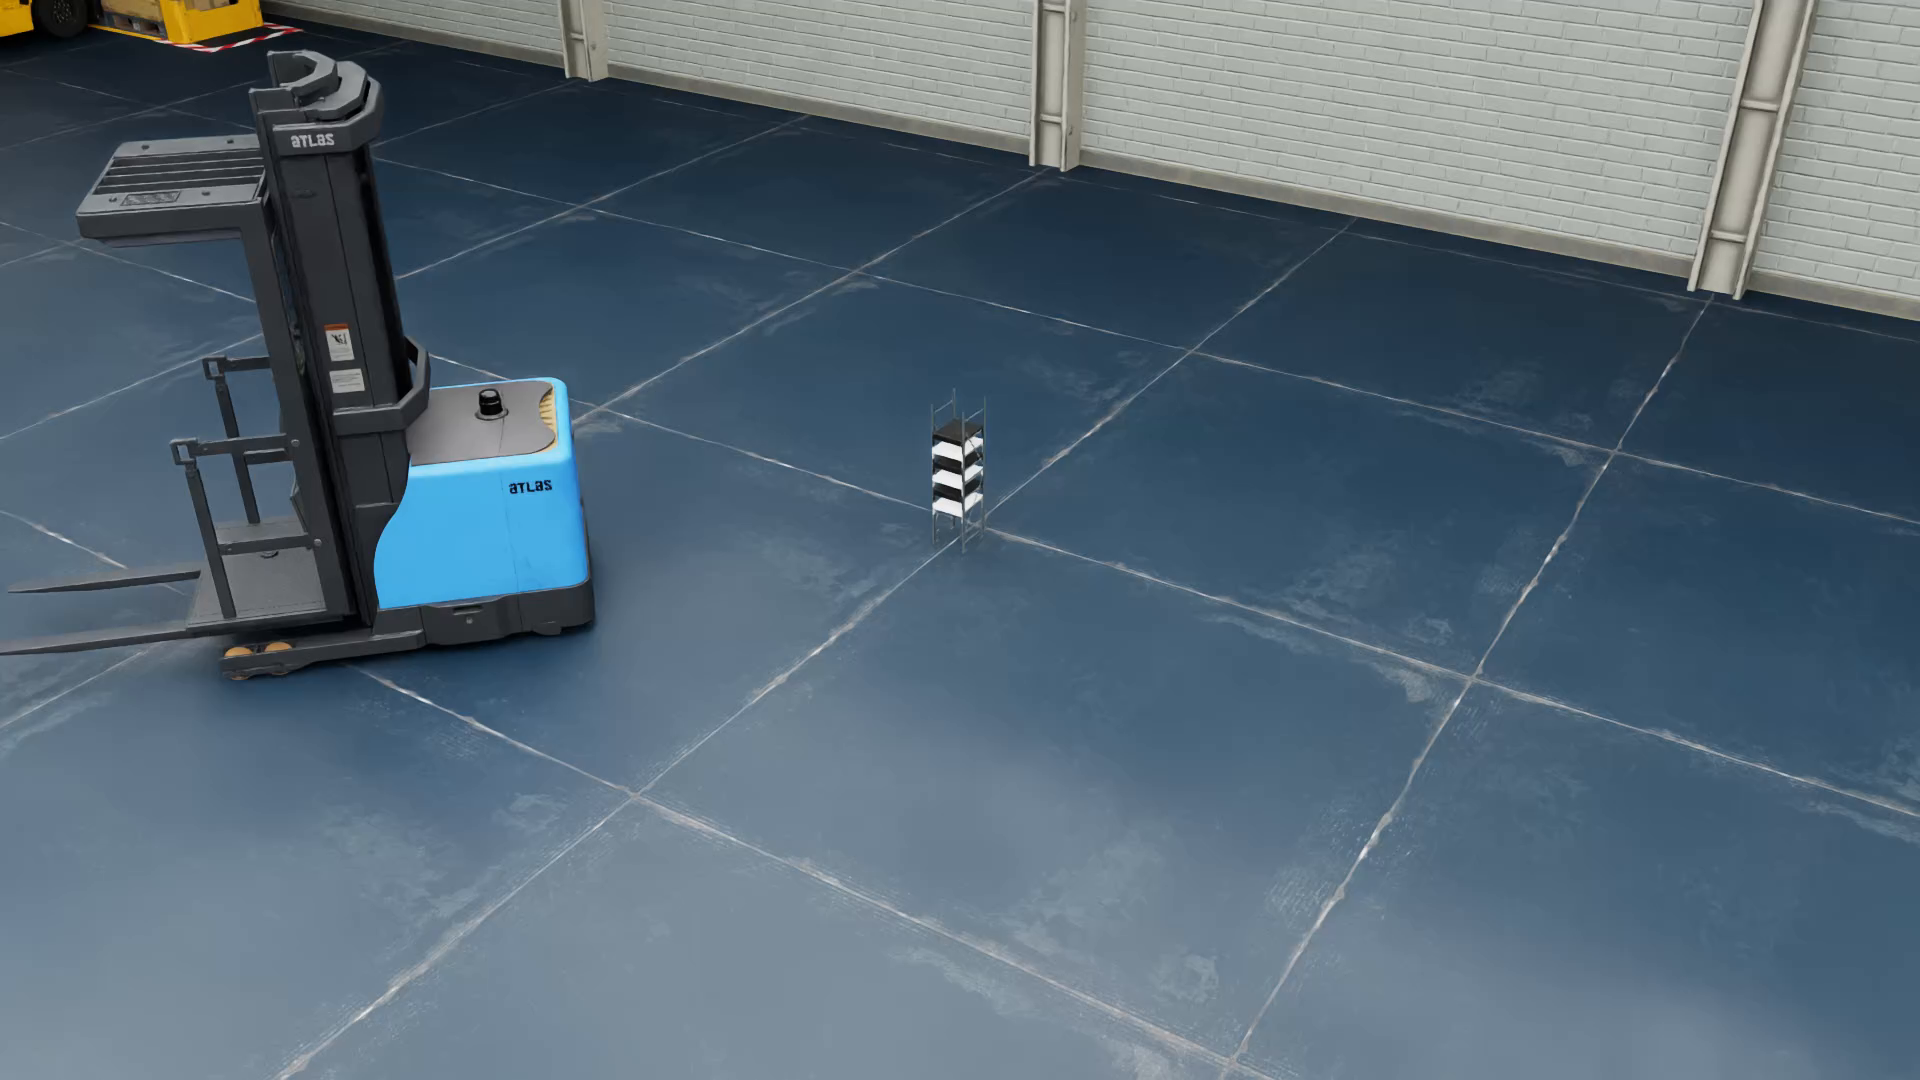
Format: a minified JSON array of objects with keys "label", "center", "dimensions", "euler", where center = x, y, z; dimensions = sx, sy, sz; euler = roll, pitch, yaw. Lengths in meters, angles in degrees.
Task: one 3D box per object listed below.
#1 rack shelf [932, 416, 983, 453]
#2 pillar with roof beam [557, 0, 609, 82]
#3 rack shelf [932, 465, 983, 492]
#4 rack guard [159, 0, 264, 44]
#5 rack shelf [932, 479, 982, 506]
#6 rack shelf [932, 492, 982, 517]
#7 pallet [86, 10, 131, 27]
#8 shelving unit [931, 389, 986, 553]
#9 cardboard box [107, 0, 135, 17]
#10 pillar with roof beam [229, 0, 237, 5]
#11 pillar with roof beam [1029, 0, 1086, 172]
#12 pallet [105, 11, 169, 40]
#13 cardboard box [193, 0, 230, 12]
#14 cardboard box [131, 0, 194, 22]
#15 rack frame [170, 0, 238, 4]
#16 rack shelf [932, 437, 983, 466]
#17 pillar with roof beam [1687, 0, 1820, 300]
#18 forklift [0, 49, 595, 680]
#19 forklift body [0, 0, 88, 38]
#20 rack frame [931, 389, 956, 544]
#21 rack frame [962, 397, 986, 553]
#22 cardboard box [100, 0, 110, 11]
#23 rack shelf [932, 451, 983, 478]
[{"label":"rack shelf","center":[-0.007,-0.595,9.408],"dimensions":[0.200,0.077,0.258],"euler":[18,35,27]},{"label":"pillar with roof beam","center":[-6.464,-7.251,13.248],"dimensions":[0.400,9.000,9.100],"euler":[18,35,27]},{"label":"rack shelf","center":[-0.007,-0.362,9.544],"dimensions":[0.200,0.077,0.258],"euler":[18,35,27]},{"label":"rack guard","center":[-9.126,-6.447,20.304],"dimensions":[0.348,0.500,1.175],"euler":[18,35,27]},{"label":"rack shelf","center":[-0.007,-0.284,9.589],"dimensions":[0.200,0.077,0.258],"euler":[18,35,27]},{"label":"rack shelf","center":[-0.007,-0.207,9.634],"dimensions":[0.200,0.077,0.258],"euler":[18,35,27]},{"label":"pallet","center":[-10.846,-6.843,21.270],"dimensions":[1.213,0.211,1.003],"euler":[18,35,27]},{"label":"shelving unit","center":[-0.007,-0.391,9.527],"dimensions":[0.210,0.900,0.258],"euler":[18,35,27]},{"label":"cardboard box","center":[-10.129,-6.655,20.492],"dimensions":[0.500,0.250,0.500],"euler":[18,35,27]},{"label":"pillar with roof beam","center":[-11.546,-8.858,16.003],"dimensions":[0.400,9.000,9.100],"euler":[18,35,27]},{"label":"pillar with roof beam","center":[-1.382,-5.643,10.493],"dimensions":[0.400,9.000,9.100],"euler":[18,35,27]},{"label":"pallet","center":[-9.817,-6.515,20.709],"dimensions":[1.213,0.211,1.003],"euler":[18,35,27]},{"label":"cardboard box","center":[-9.459,-6.742,20.641],"dimensions":[0.500,0.250,0.500],"euler":[18,35,28]},{"label":"cardboard box","center":[-9.713,-6.518,20.257],"dimensions":[0.500,0.250,0.500],"euler":[18,35,28]},{"label":"rack frame","center":[-9.147,-7.533,19.686],"dimensions":[0.127,3.000,1.000],"euler":[18,35,27]},{"label":"rack shelf","center":[-0.007,-0.518,9.453],"dimensions":[0.200,0.077,0.258],"euler":[18,35,27]},{"label":"pillar with roof beam","center":[3.700,-4.036,7.738],"dimensions":[0.400,9.000,9.100],"euler":[18,35,27]},{"label":"forklift","center":[-3.532,-0.842,8.284],"dimensions":[3.031,2.935,1.130],"euler":[-7,31,-12]},{"label":"forklift body","center":[-11.723,-6.896,19.435],"dimensions":[1.214,2.155,2.313],"euler":[18,35,27]},{"label":"rack frame","center":[-0.093,-0.418,9.574],"dimensions":[0.006,0.900,0.240],"euler":[18,35,27]},{"label":"rack frame","center":[0.079,-0.364,9.480],"dimensions":[0.006,0.900,0.240],"euler":[18,35,27]},{"label":"cardboard box","center":[-10.548,-6.793,20.729],"dimensions":[0.500,0.250,0.500],"euler":[18,35,28]},{"label":"rack shelf","center":[-0.007,-0.440,9.498],"dimensions":[0.200,0.077,0.258],"euler":[18,35,27]}]
